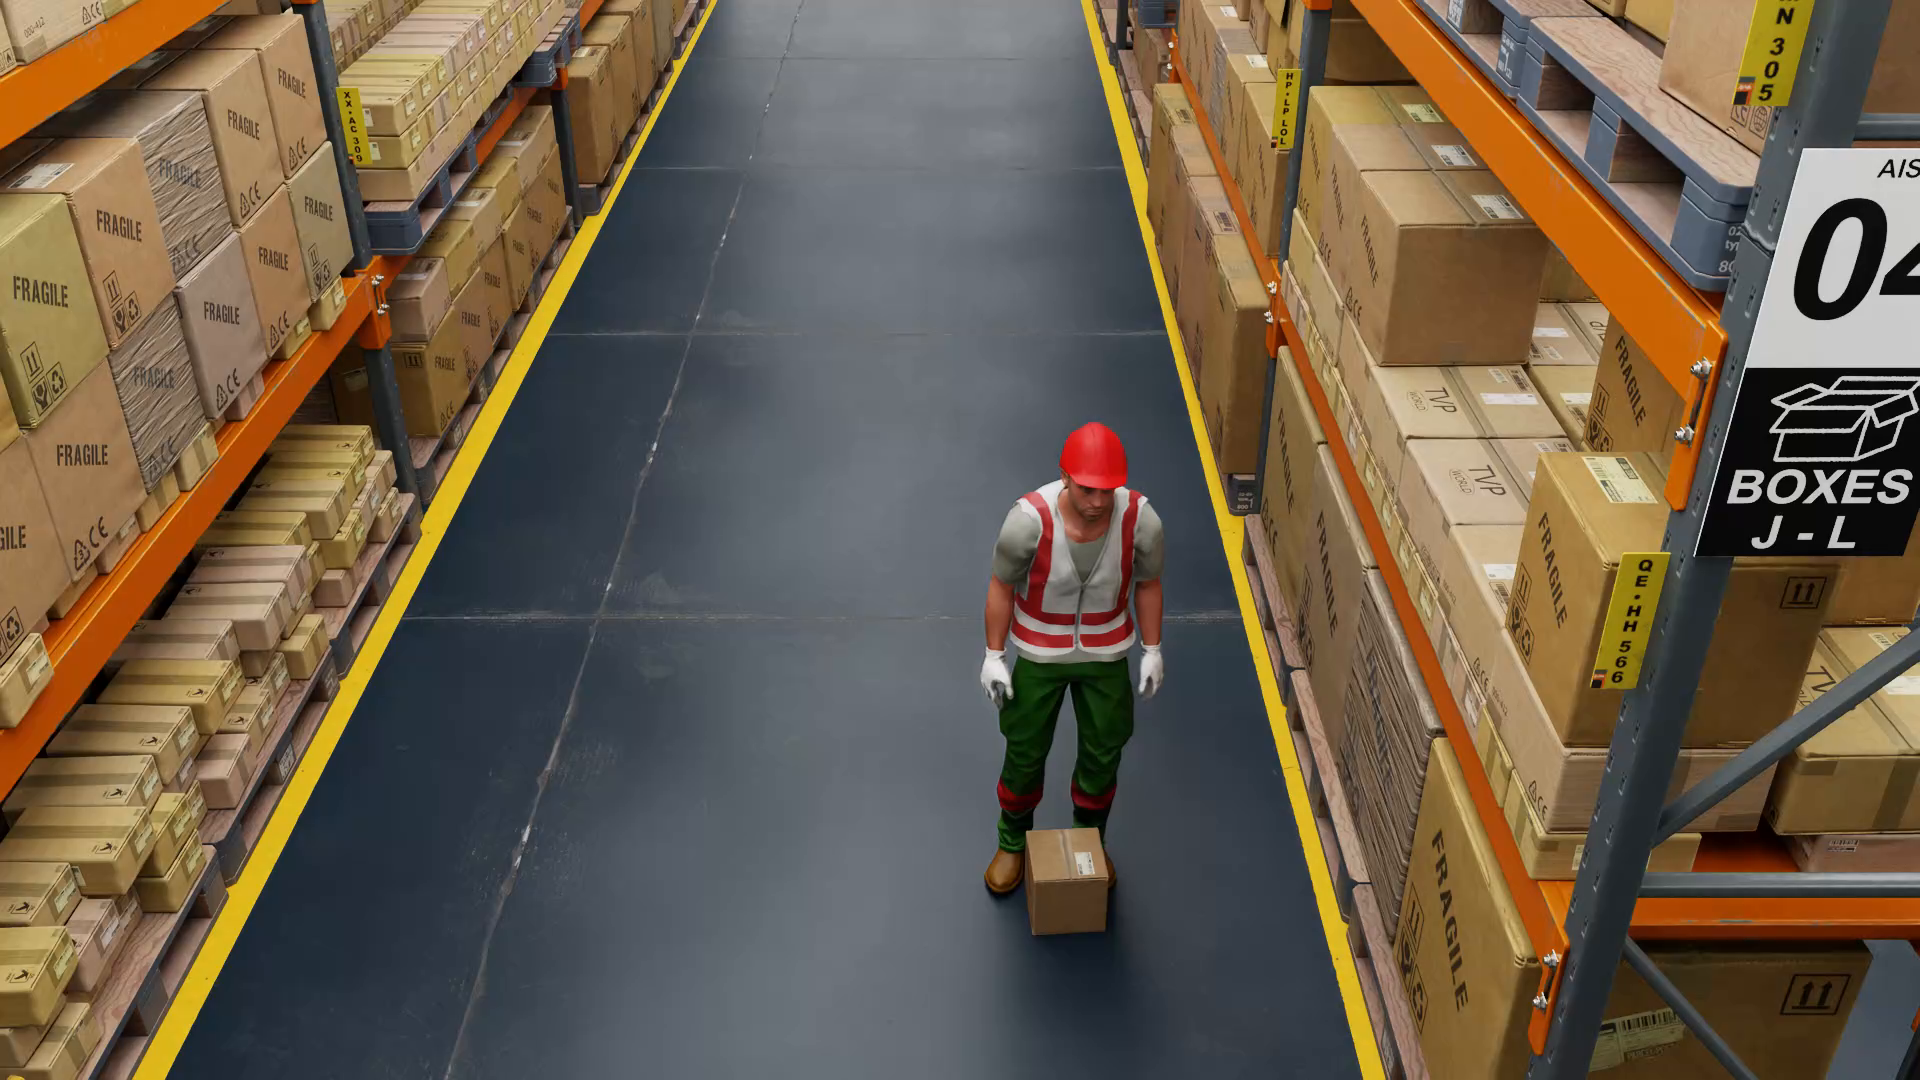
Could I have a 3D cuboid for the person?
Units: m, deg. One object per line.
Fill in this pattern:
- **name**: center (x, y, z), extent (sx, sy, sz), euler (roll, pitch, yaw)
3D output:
- **person**: center (3.623, -2.469, 10.188), extent (7.847, 1.778, 11.025), euler (-2, 31, -3)
